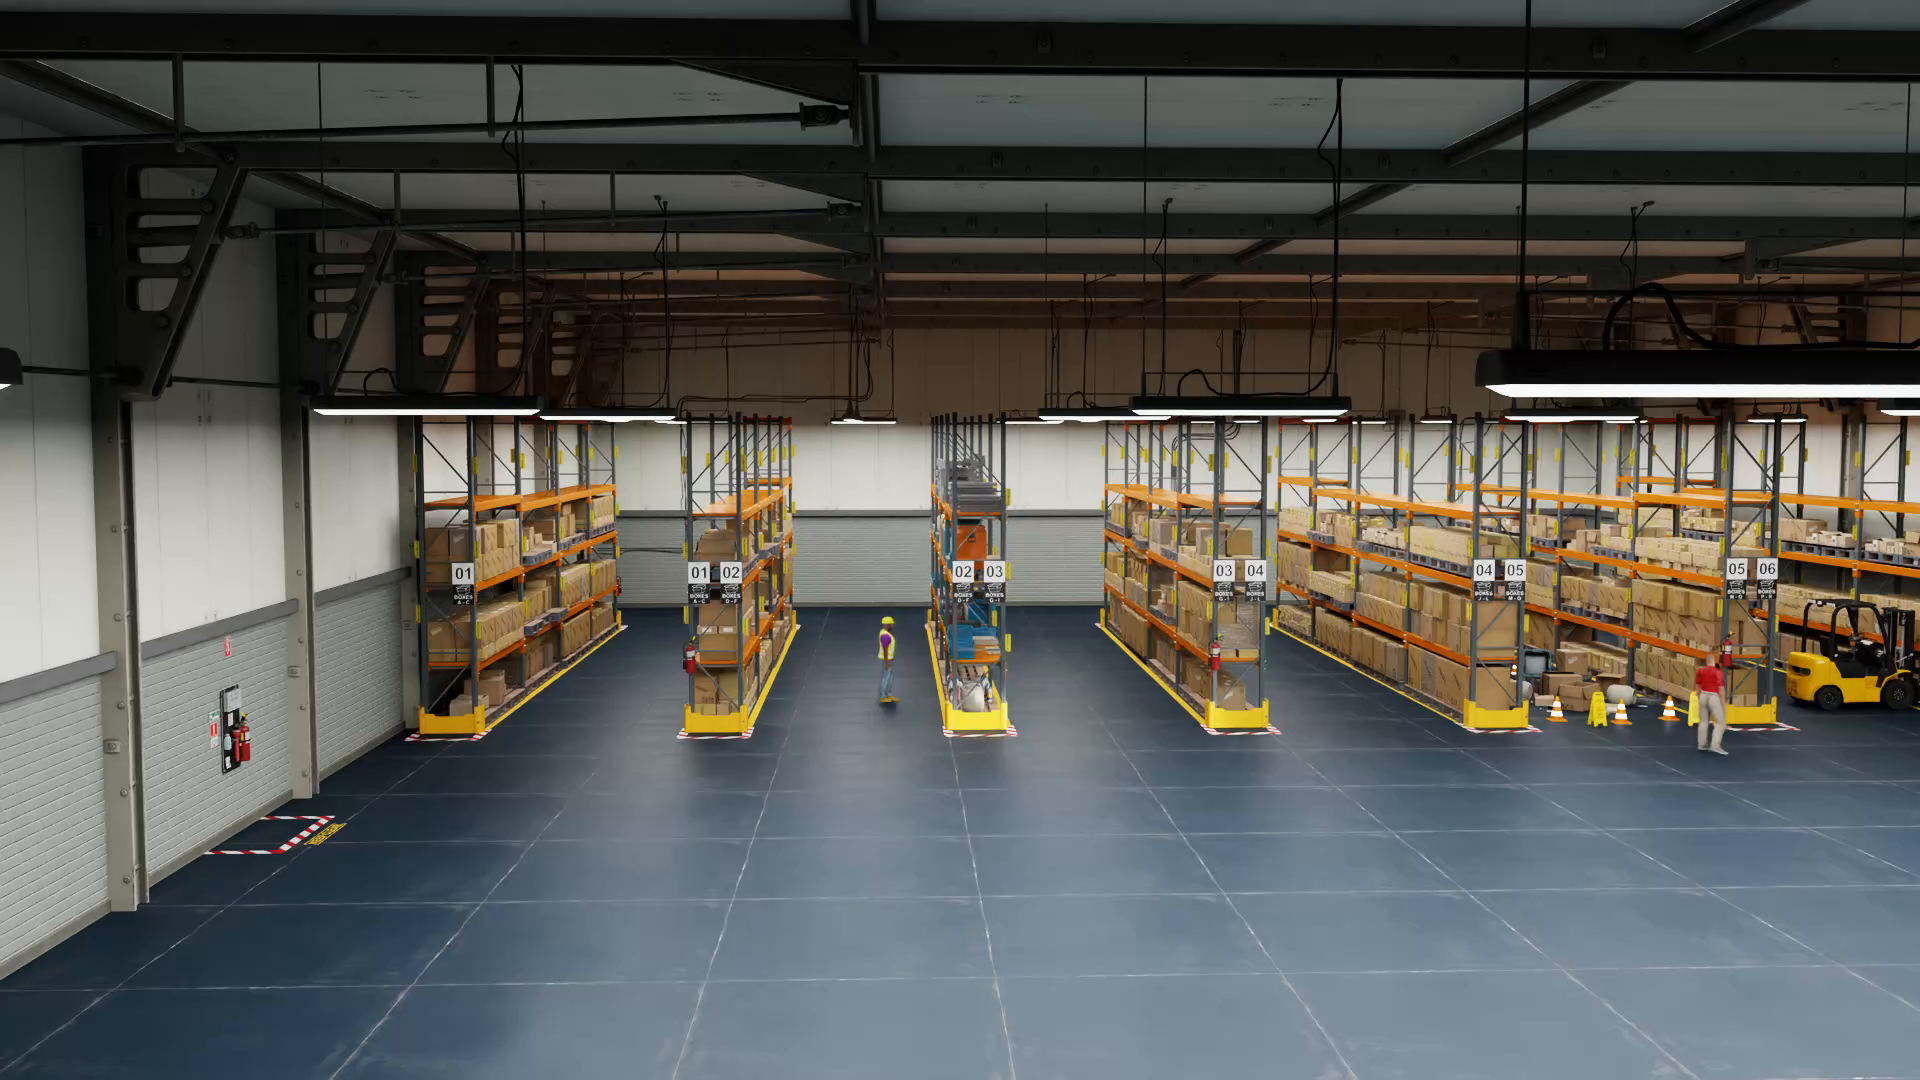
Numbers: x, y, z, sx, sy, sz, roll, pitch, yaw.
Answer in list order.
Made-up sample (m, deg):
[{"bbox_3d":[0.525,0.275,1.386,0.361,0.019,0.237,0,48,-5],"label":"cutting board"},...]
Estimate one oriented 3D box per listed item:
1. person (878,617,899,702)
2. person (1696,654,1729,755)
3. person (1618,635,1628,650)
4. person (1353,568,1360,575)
[{"bbox_3d":[-1.492,2.480,34.566,0.430,1.775,0.591,0,4,2],"label":"person"},{"bbox_3d":[13.255,2.882,29.253,0.401,1.767,0.636,-2,4,-30],"label":"person"},{"bbox_3d":[16.498,2.071,41.459,0.392,1.695,0.535,2,5,33],"label":"person"},{"bbox_3d":[11.434,1.575,48.258,1.063,1.653,0.671,2,4,26],"label":"person"}]
